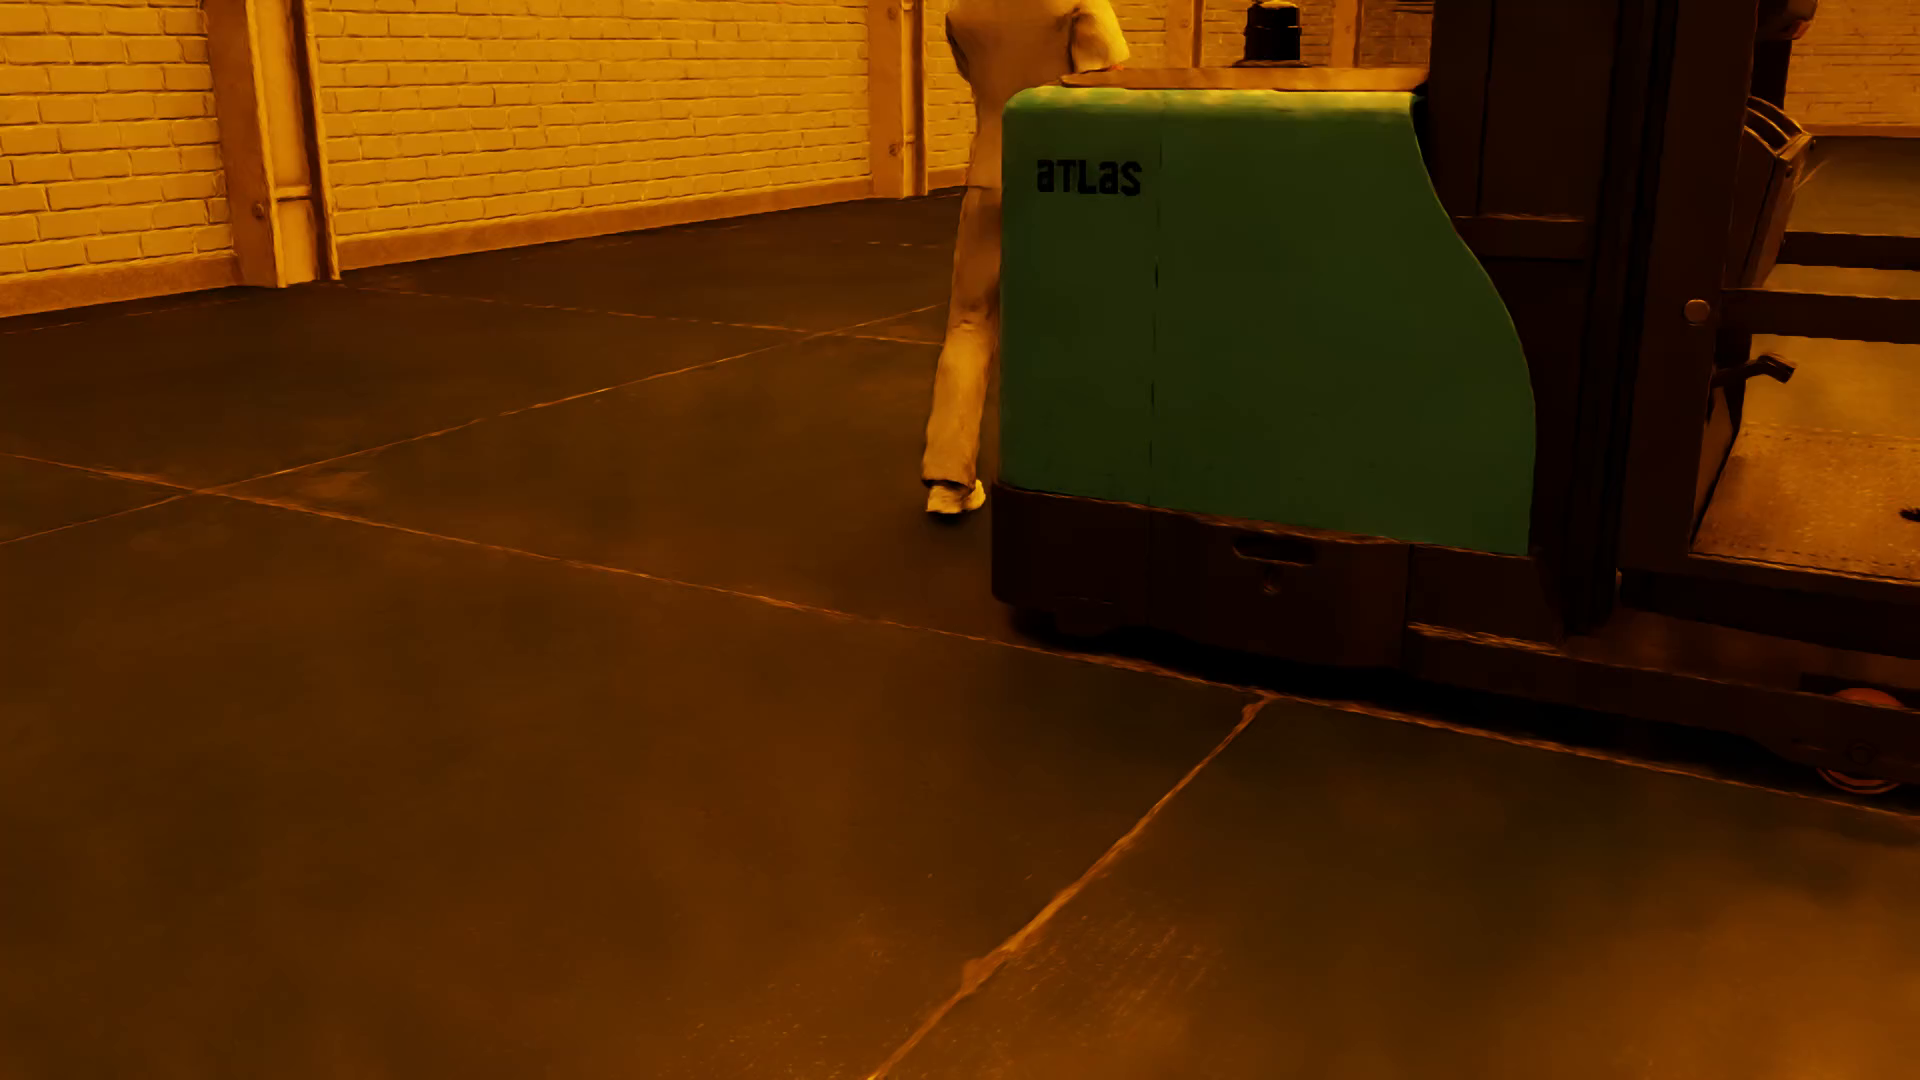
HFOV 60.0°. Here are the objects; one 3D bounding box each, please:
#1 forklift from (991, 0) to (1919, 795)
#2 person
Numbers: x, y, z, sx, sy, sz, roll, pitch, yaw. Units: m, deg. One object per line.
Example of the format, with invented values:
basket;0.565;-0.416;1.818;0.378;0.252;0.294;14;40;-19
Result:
forklift;1.608;-1.144;2.738;3.031;2.935;1.130;9;18;27
person;0.258;-0.887;4.245;0.597;1.603;0.869;6;17;19
